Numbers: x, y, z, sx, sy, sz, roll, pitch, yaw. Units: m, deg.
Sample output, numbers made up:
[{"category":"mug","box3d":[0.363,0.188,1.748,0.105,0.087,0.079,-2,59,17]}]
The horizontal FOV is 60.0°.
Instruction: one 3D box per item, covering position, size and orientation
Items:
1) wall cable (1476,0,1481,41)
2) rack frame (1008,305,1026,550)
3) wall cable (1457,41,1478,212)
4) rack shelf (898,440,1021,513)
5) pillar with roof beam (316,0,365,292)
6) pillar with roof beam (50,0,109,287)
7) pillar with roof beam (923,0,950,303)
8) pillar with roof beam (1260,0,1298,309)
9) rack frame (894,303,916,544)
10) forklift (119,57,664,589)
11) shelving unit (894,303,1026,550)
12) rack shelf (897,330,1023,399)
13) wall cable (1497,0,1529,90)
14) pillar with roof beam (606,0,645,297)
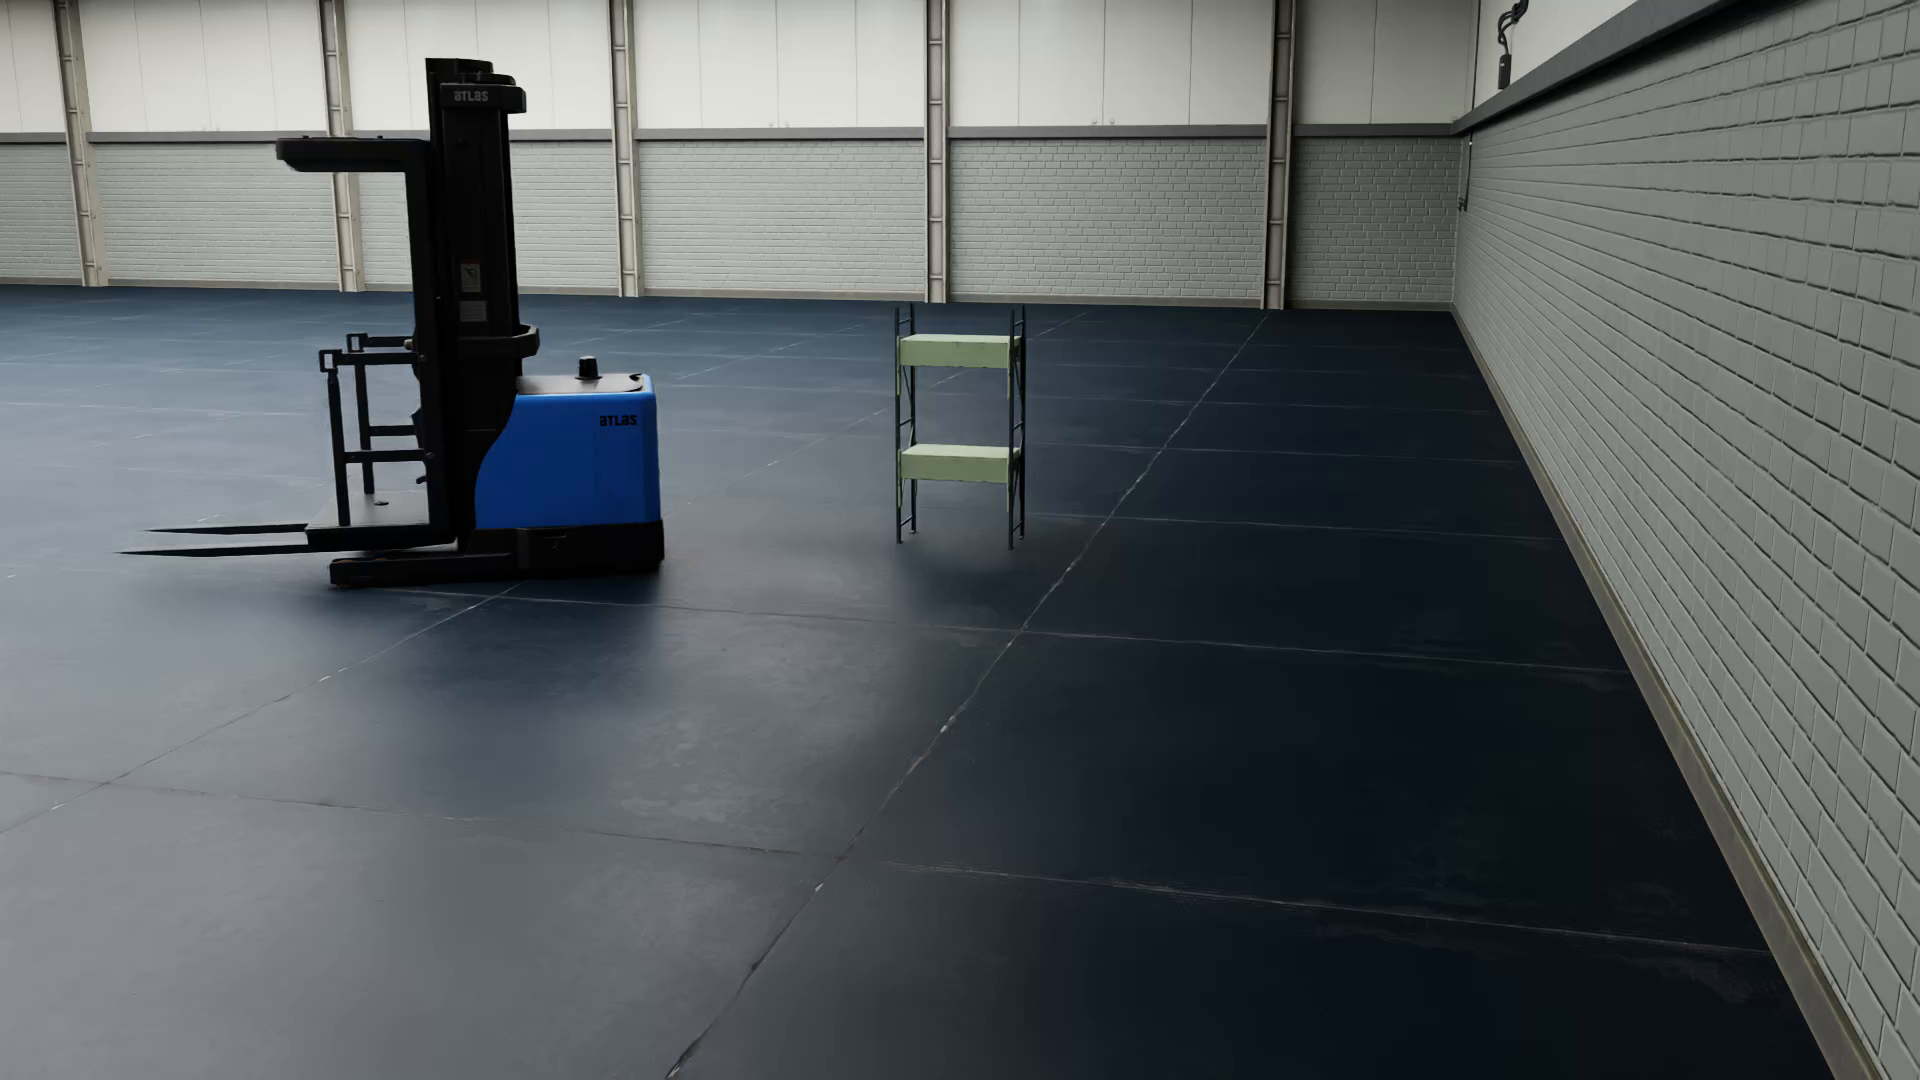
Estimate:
[{"category":"wall cable","box3d":[7.310,-8.354,23.121,0.112,2.526,3.097,3,13,14]},{"category":"rack frame","box3d":[0.362,-0.713,10.484,0.023,1.500,0.400,3,13,14]},{"category":"wall cable","box3d":[7.958,-6.457,26.232,0.112,2.526,3.097,3,13,14]},{"category":"rack shelf","box3d":[0.006,-0.414,10.640,0.720,0.370,0.431,3,13,14]},{"category":"pillar with roof beam","box3d":[-13.092,-8.433,27.968,0.400,9.000,9.100,3,13,14]},{"category":"pillar with roof beam","box3d":[-18.917,-8.744,29.371,0.400,9.000,9.100,3,13,14]},{"category":"pillar with roof beam","box3d":[-1.442,-7.810,25.161,0.400,9.000,9.100,3,13,14]},{"category":"pillar with roof beam","box3d":[4.384,-7.499,23.758,0.400,9.000,9.100,3,13,14]},{"category":"rack frame","box3d":[-0.349,-0.751,10.655,0.023,1.500,0.400,3,13,14]},{"category":"forklift","box3d":[-3.332,-1.279,9.730,3.031,2.935,1.130,-3,13,-11]},{"category":"shelving unit","box3d":[0.006,-0.732,10.570,0.755,1.500,0.431,3,13,14]},{"category":"rack shelf","box3d":[0.006,-1.113,10.485,0.720,0.370,0.431,3,13,14]},{"category":"wall cable","box3d":[5.669,-7.638,16.533,0.169,6.003,2.305,3,13,14]},{"category":"pillar with roof beam","box3d":[-7.267,-8.122,26.564,0.400,9.000,9.100,3,13,14]}]
